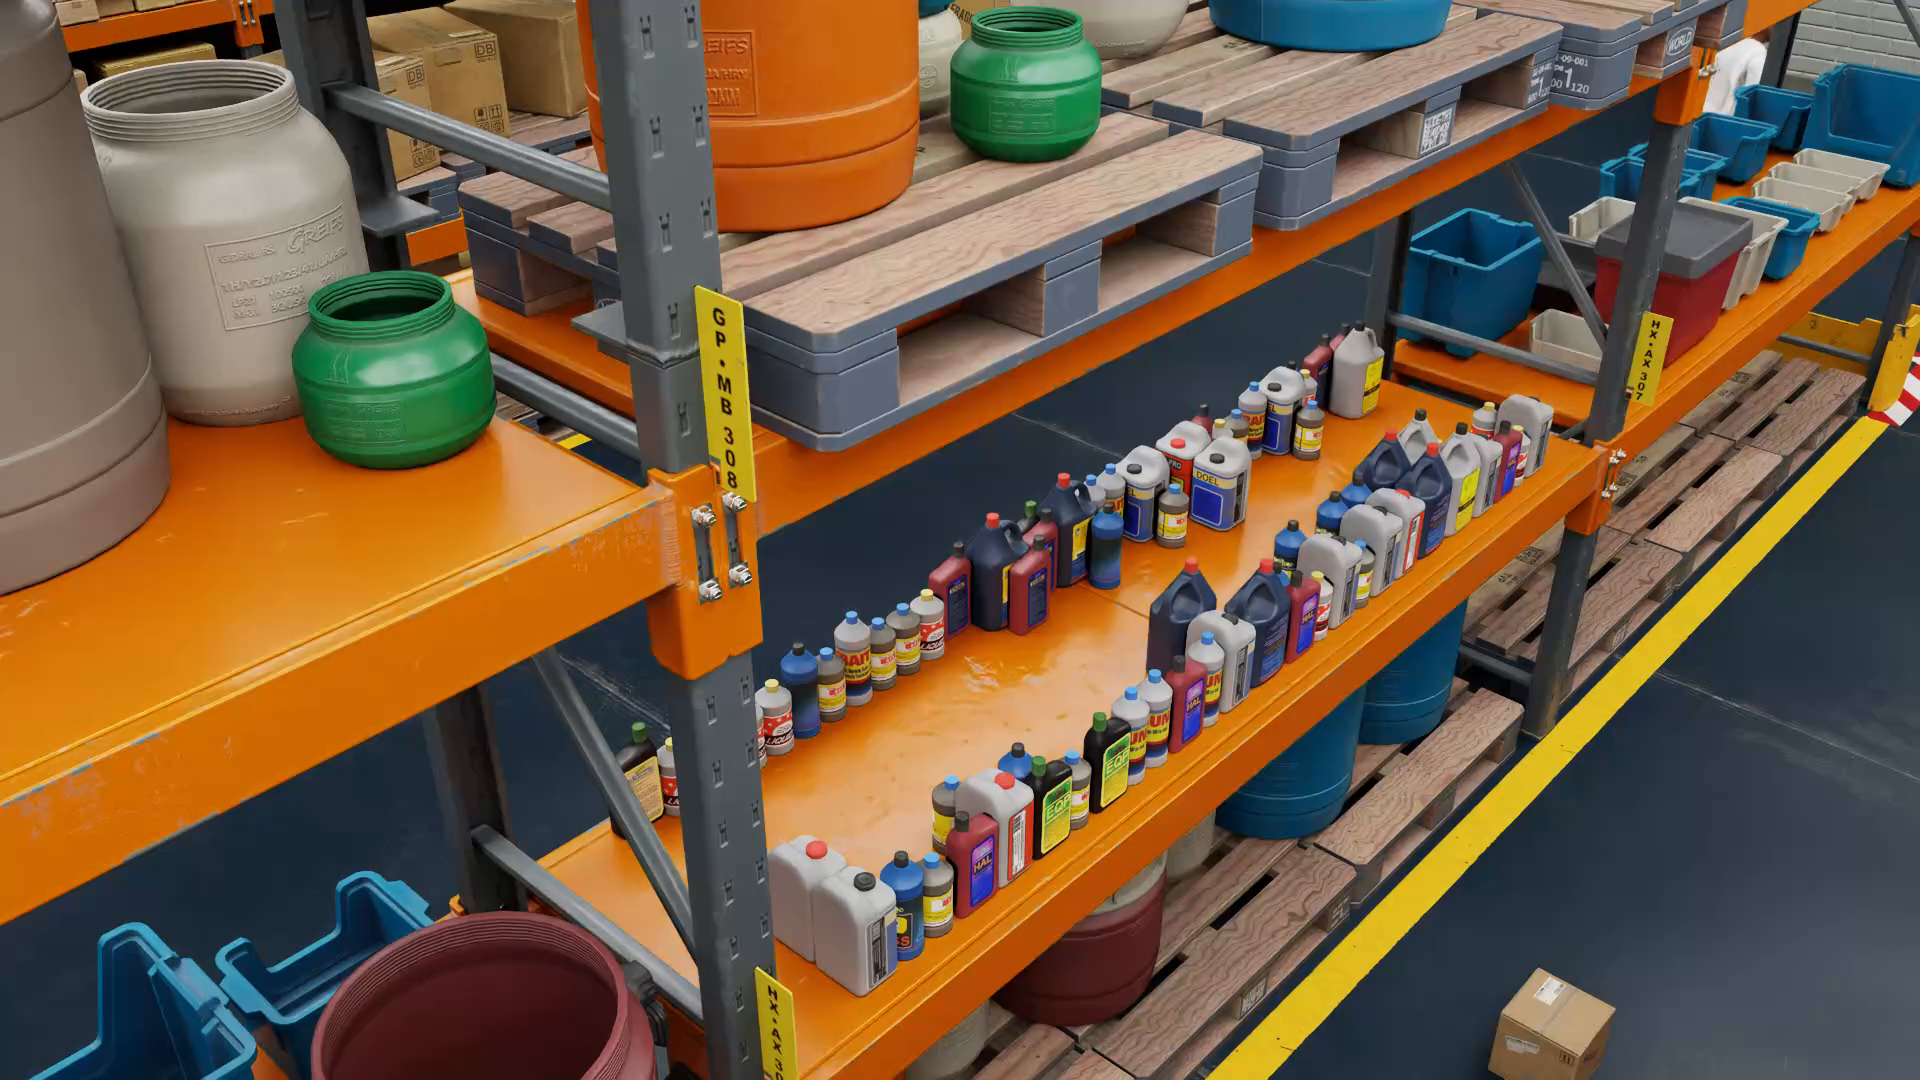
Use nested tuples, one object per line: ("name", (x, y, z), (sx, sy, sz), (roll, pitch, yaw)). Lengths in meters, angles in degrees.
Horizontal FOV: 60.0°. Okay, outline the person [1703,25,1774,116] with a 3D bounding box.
("person", (4.584, -2.452, 10.177), (0.813, 1.744, 0.604), (-1, 31, -2))
